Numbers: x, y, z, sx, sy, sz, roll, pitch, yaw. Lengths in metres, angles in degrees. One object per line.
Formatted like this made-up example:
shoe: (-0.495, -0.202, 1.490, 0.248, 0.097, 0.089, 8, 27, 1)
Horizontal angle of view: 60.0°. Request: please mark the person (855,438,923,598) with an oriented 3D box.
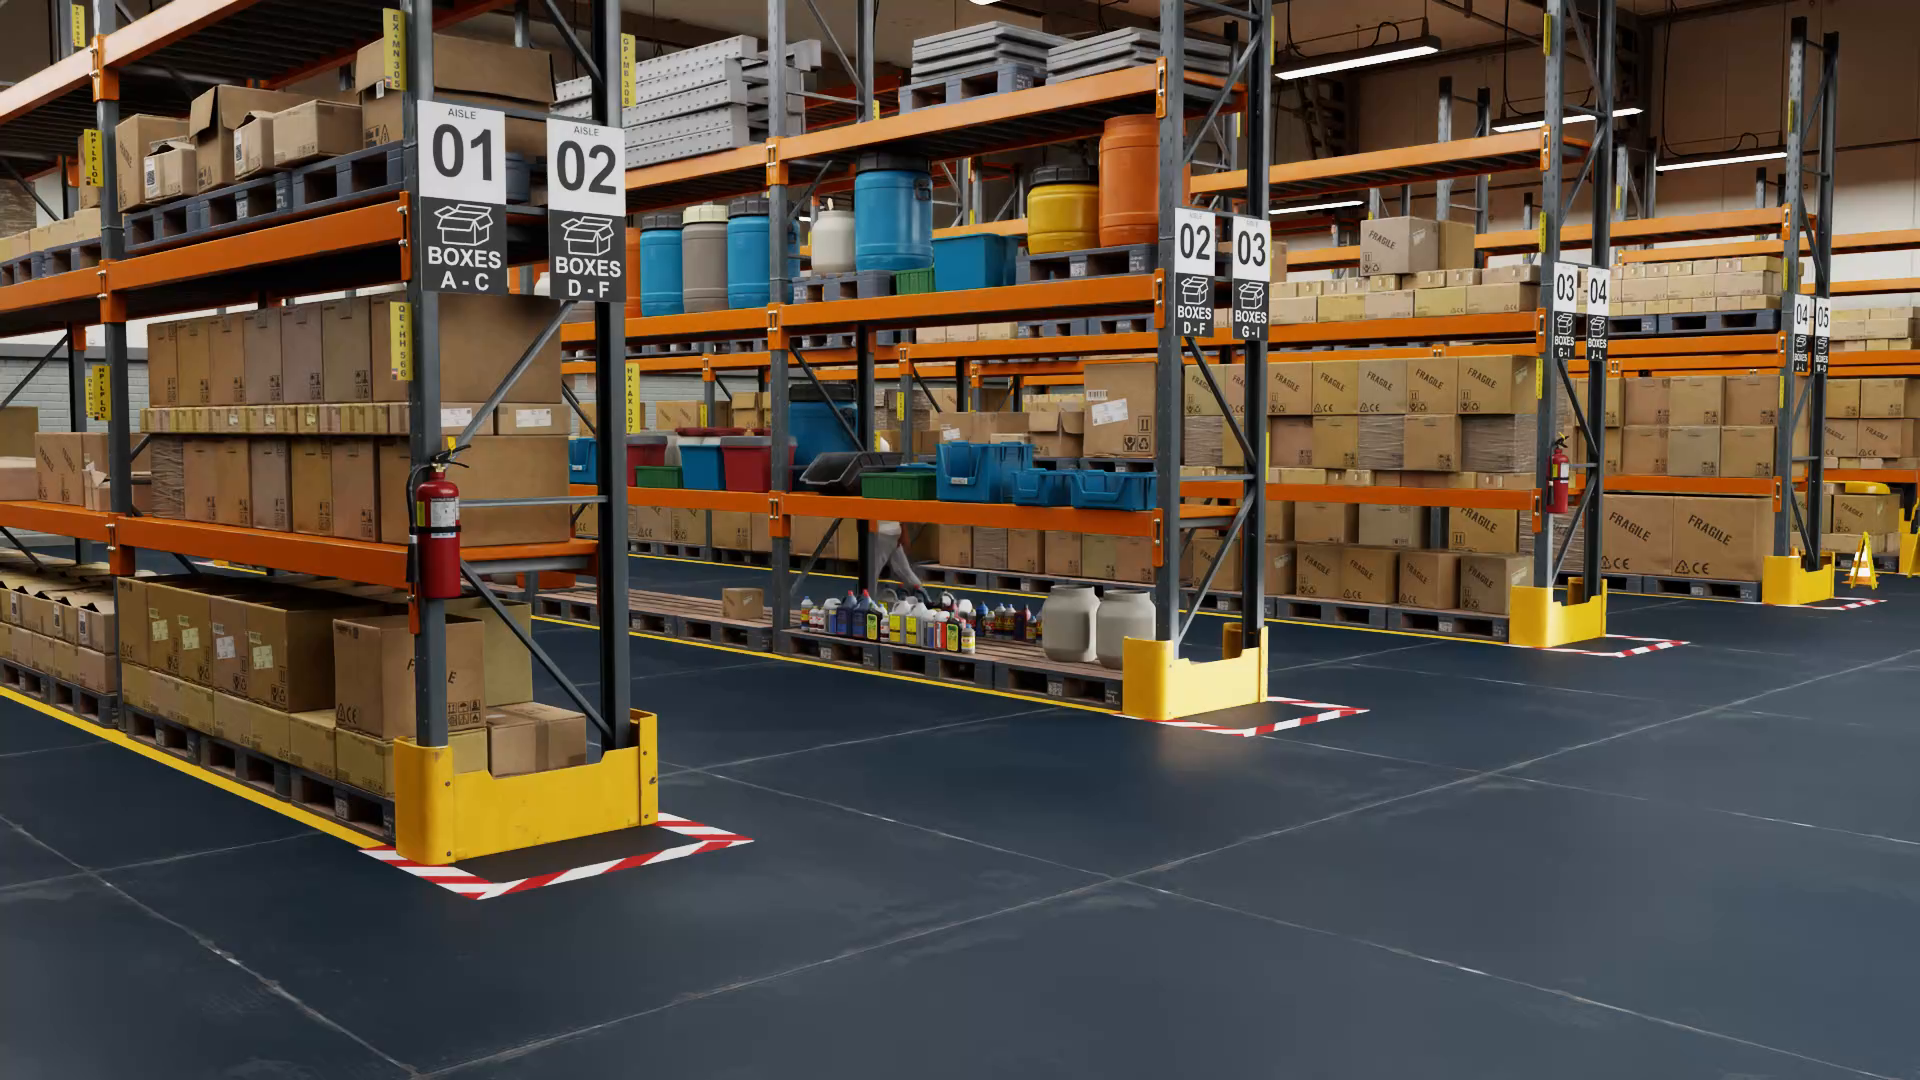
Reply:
person: (-0.740, -0.073, 15.095, 1.002, 1.702, 0.601, -1, 4, -11)
